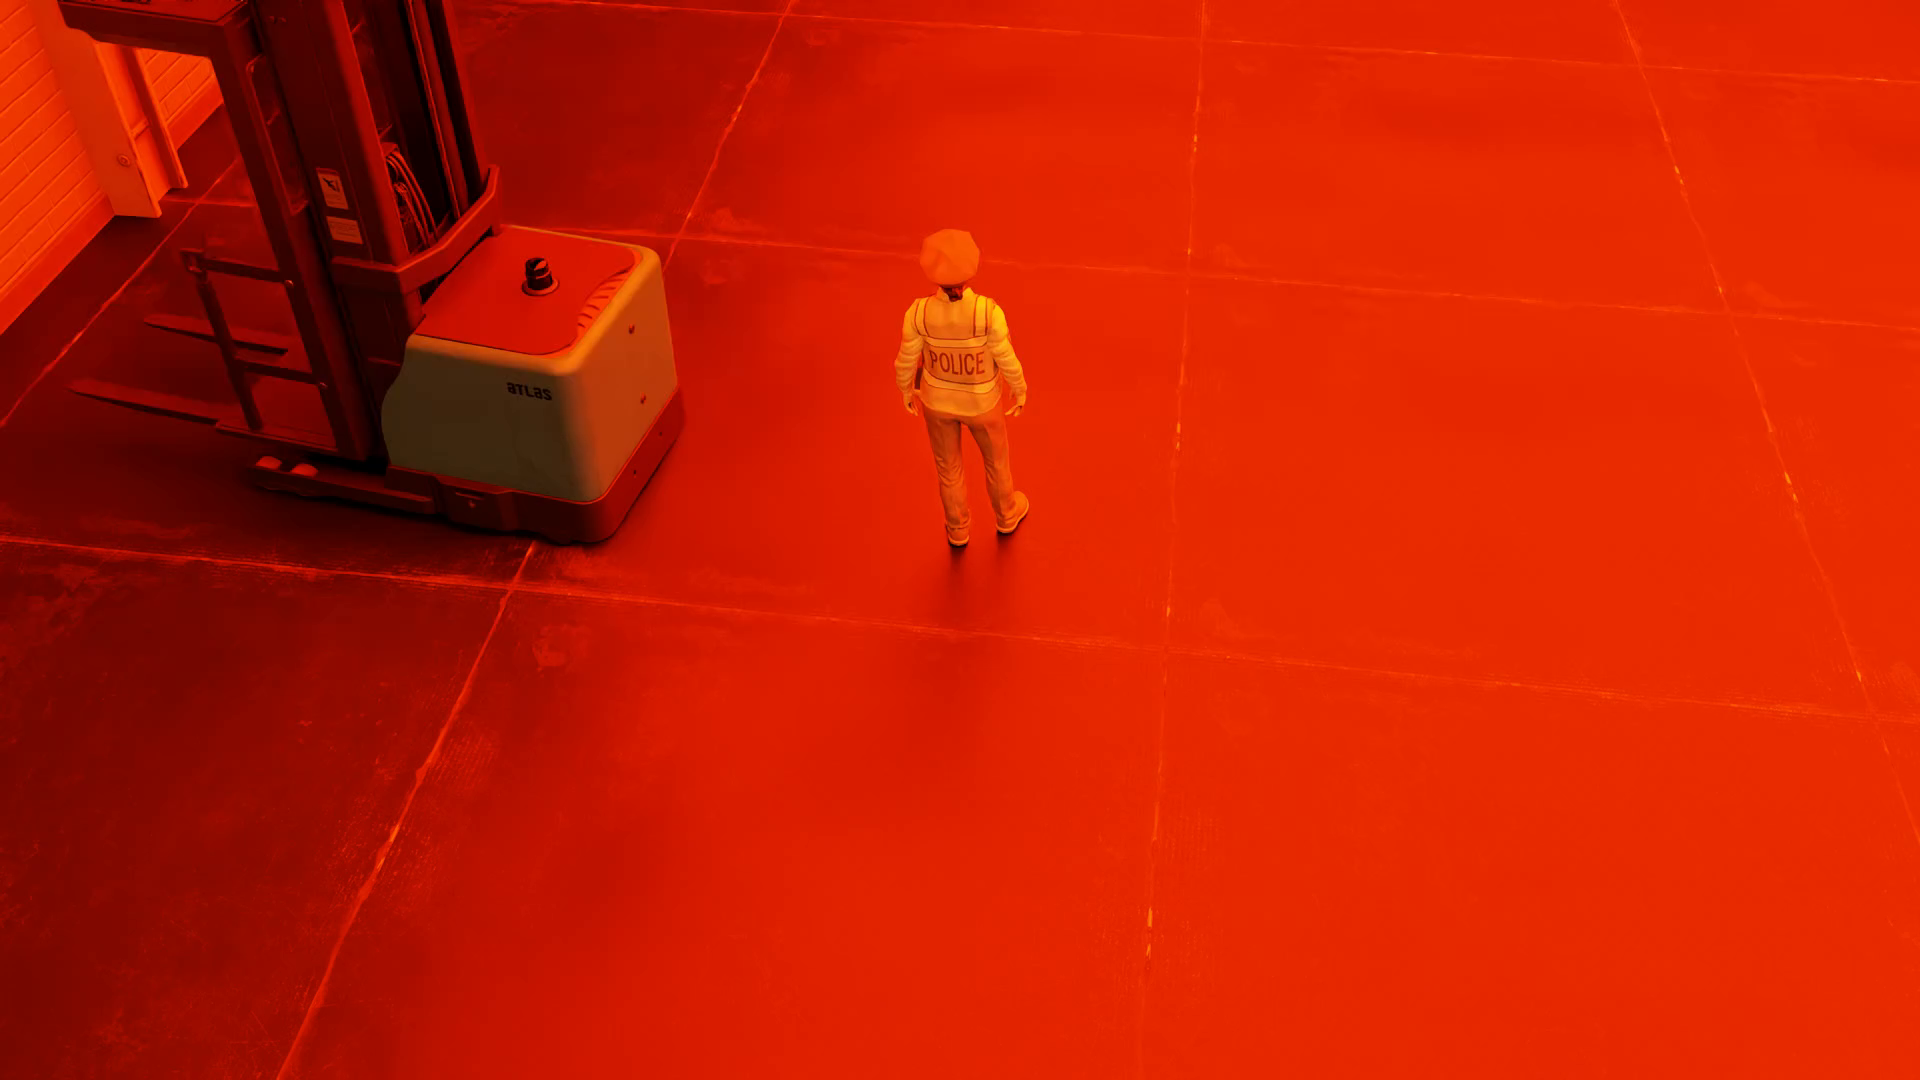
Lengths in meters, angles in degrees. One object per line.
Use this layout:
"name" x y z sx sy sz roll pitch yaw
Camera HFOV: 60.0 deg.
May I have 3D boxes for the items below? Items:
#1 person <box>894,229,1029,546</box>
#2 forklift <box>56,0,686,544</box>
"person" 0.025 -0.674 7.361 0.568 1.694 0.531 5 43 6
"forklift" -2.967 -1.620 7.488 3.031 2.935 1.130 11 44 12
